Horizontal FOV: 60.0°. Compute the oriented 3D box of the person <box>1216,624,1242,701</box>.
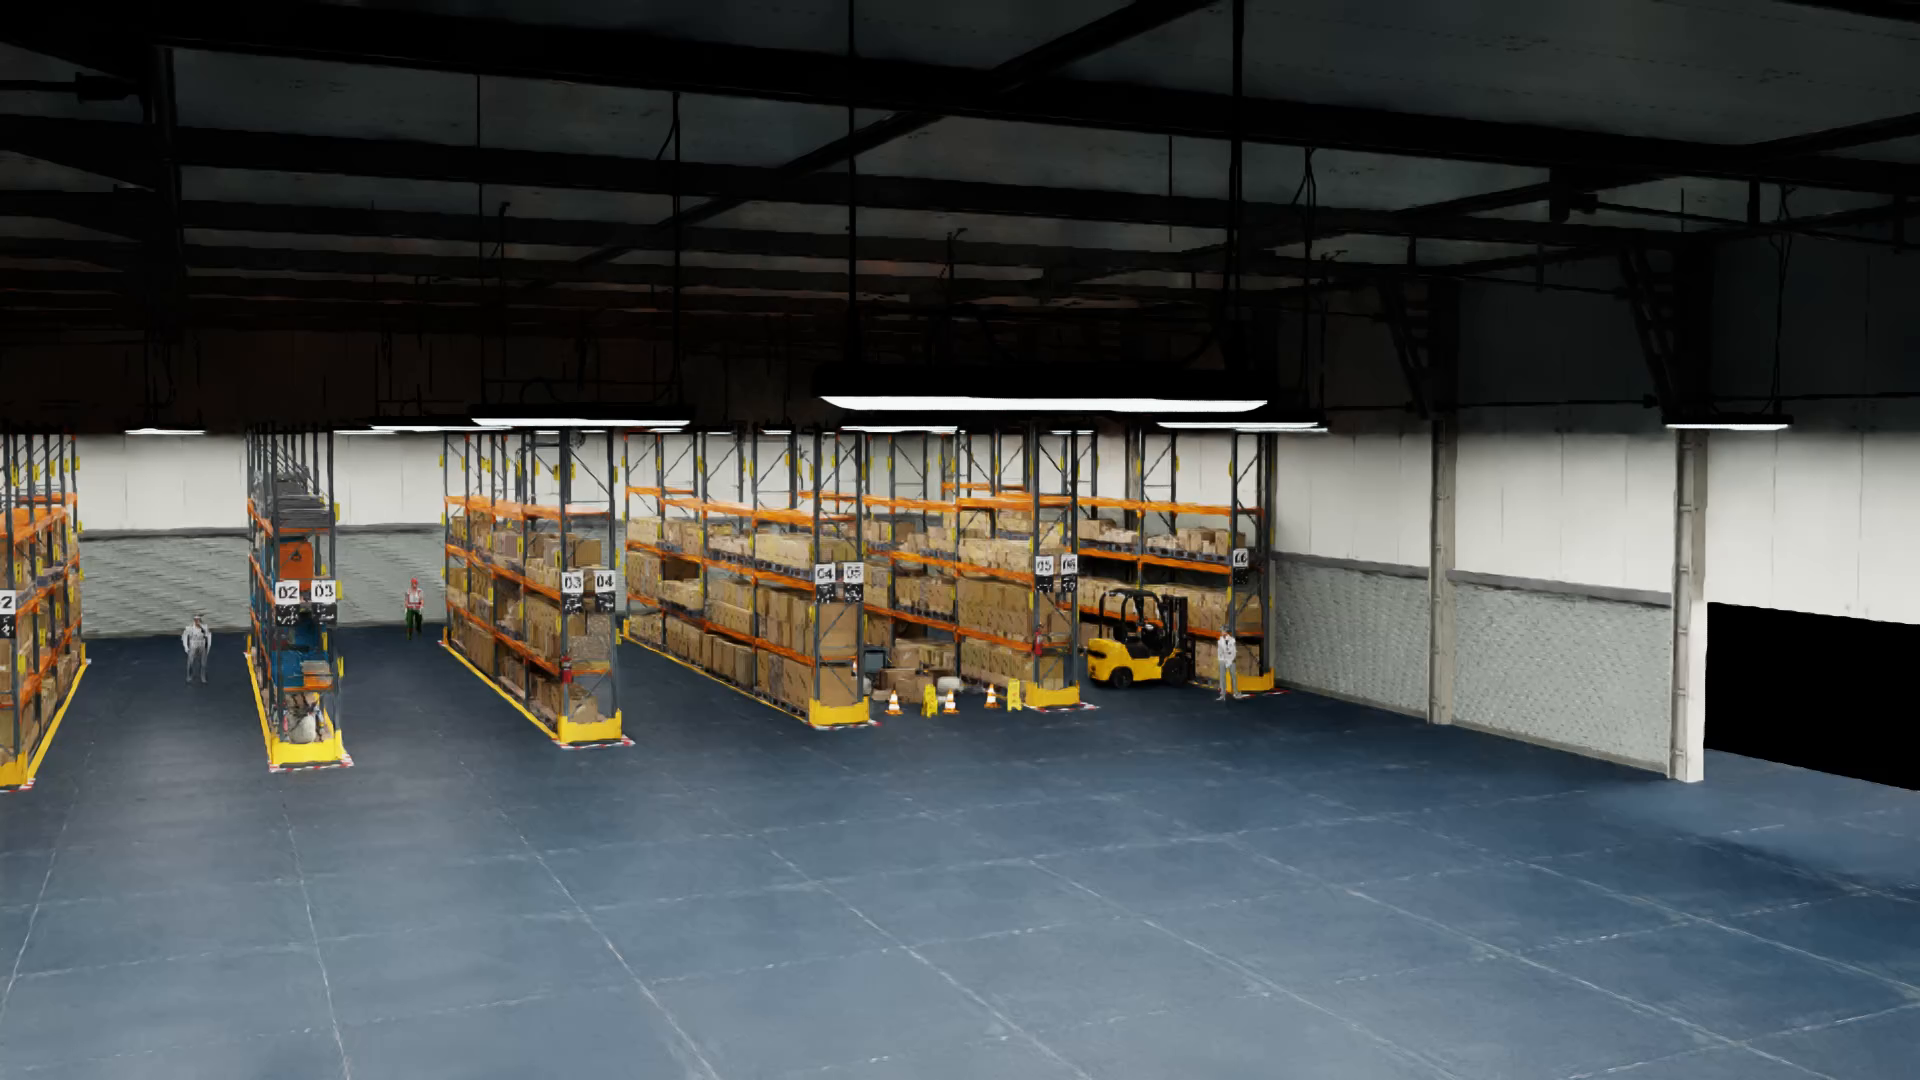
[{"bbox_3d":[5.813,2.641,36.056,0.496,1.658,0.678,3,5,38],"label":"person"}]

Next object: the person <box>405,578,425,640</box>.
[{"bbox_3d":[-15.311,1.928,46.711,0.534,1.726,1.038,-1,4,-15],"label":"person"}]

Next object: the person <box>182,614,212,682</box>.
[{"bbox_3d":[-17.726,2.500,38.644,0.639,1.632,0.512,-2,4,-27],"label":"person"}]
